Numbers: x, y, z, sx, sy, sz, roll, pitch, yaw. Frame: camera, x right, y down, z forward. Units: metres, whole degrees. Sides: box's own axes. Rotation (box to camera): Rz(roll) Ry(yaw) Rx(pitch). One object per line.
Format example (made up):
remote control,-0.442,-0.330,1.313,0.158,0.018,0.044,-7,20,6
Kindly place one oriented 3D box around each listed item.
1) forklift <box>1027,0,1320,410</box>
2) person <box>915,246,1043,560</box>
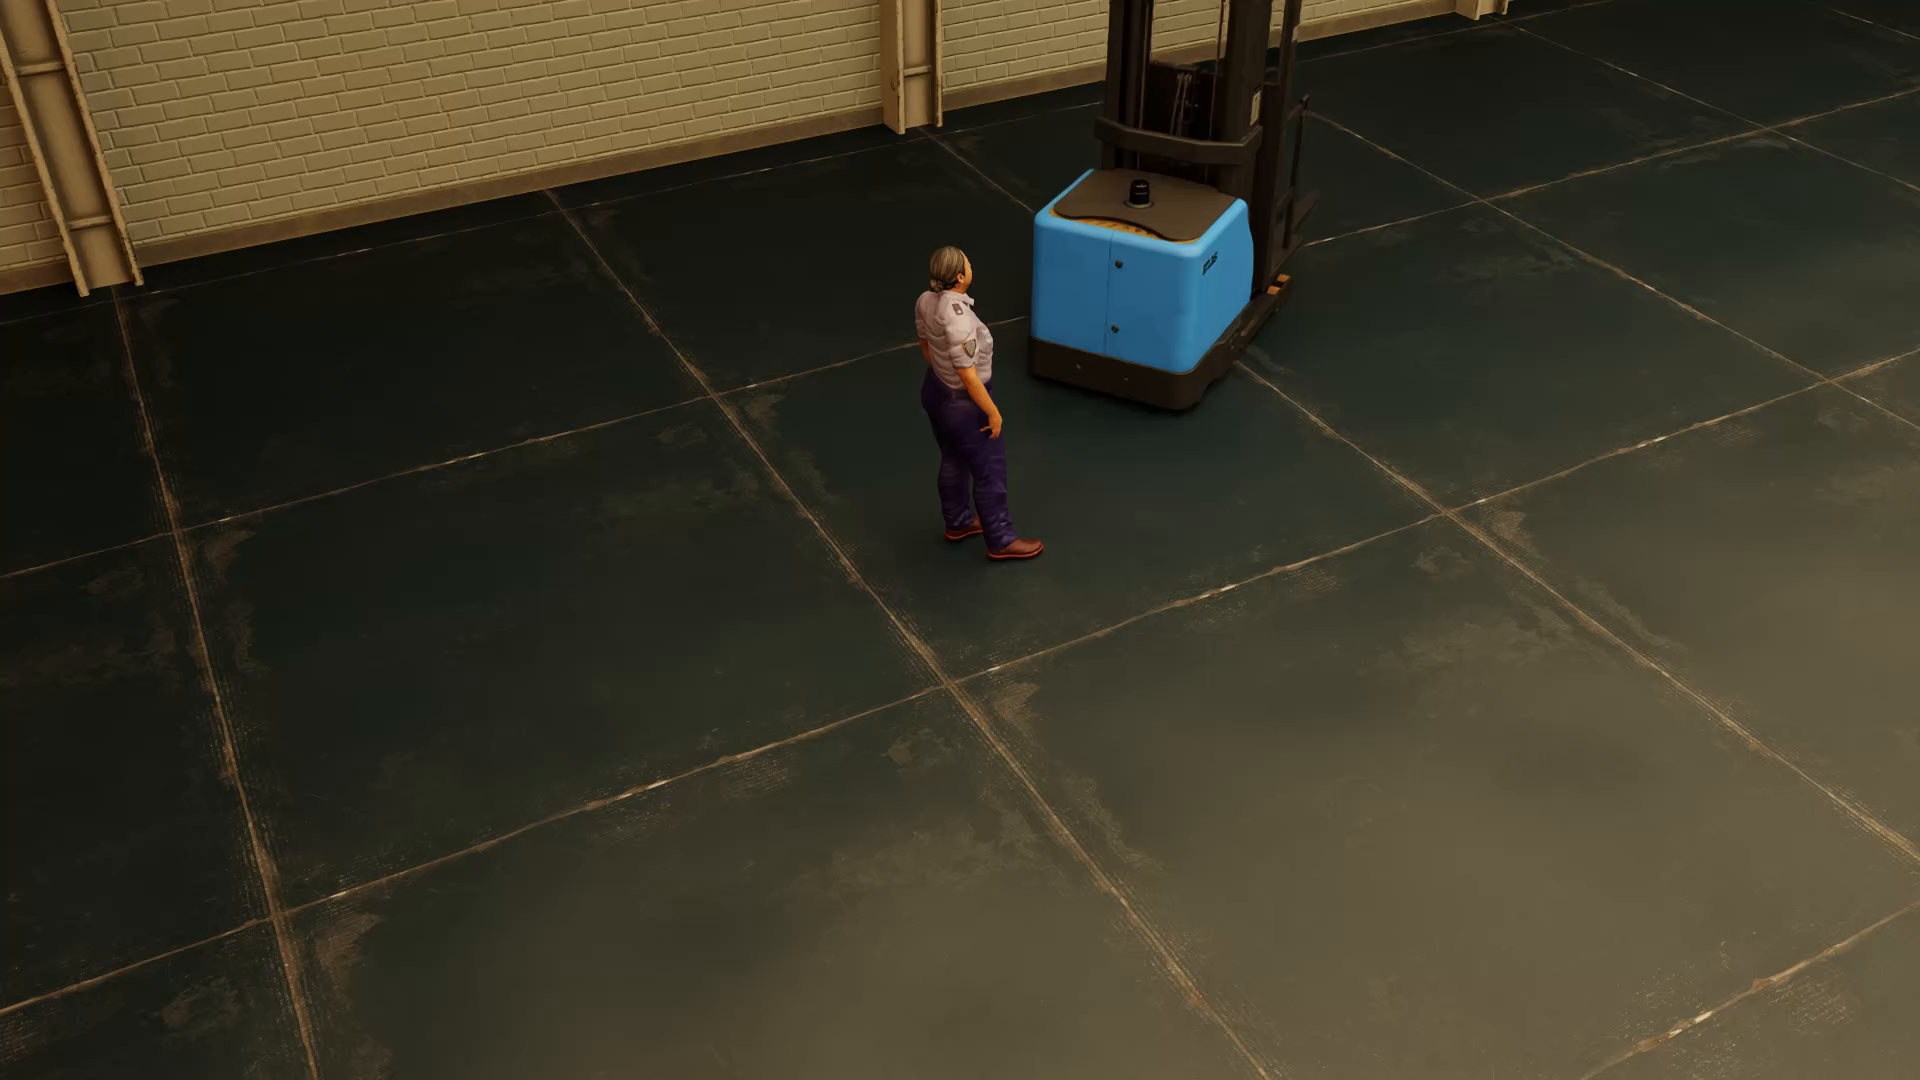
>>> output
forklift,1.539,-2.780,10.056,1.130,2.935,3.031,17,39,22
person,0.090,-0.691,8.201,0.502,1.651,0.598,-17,39,-23
